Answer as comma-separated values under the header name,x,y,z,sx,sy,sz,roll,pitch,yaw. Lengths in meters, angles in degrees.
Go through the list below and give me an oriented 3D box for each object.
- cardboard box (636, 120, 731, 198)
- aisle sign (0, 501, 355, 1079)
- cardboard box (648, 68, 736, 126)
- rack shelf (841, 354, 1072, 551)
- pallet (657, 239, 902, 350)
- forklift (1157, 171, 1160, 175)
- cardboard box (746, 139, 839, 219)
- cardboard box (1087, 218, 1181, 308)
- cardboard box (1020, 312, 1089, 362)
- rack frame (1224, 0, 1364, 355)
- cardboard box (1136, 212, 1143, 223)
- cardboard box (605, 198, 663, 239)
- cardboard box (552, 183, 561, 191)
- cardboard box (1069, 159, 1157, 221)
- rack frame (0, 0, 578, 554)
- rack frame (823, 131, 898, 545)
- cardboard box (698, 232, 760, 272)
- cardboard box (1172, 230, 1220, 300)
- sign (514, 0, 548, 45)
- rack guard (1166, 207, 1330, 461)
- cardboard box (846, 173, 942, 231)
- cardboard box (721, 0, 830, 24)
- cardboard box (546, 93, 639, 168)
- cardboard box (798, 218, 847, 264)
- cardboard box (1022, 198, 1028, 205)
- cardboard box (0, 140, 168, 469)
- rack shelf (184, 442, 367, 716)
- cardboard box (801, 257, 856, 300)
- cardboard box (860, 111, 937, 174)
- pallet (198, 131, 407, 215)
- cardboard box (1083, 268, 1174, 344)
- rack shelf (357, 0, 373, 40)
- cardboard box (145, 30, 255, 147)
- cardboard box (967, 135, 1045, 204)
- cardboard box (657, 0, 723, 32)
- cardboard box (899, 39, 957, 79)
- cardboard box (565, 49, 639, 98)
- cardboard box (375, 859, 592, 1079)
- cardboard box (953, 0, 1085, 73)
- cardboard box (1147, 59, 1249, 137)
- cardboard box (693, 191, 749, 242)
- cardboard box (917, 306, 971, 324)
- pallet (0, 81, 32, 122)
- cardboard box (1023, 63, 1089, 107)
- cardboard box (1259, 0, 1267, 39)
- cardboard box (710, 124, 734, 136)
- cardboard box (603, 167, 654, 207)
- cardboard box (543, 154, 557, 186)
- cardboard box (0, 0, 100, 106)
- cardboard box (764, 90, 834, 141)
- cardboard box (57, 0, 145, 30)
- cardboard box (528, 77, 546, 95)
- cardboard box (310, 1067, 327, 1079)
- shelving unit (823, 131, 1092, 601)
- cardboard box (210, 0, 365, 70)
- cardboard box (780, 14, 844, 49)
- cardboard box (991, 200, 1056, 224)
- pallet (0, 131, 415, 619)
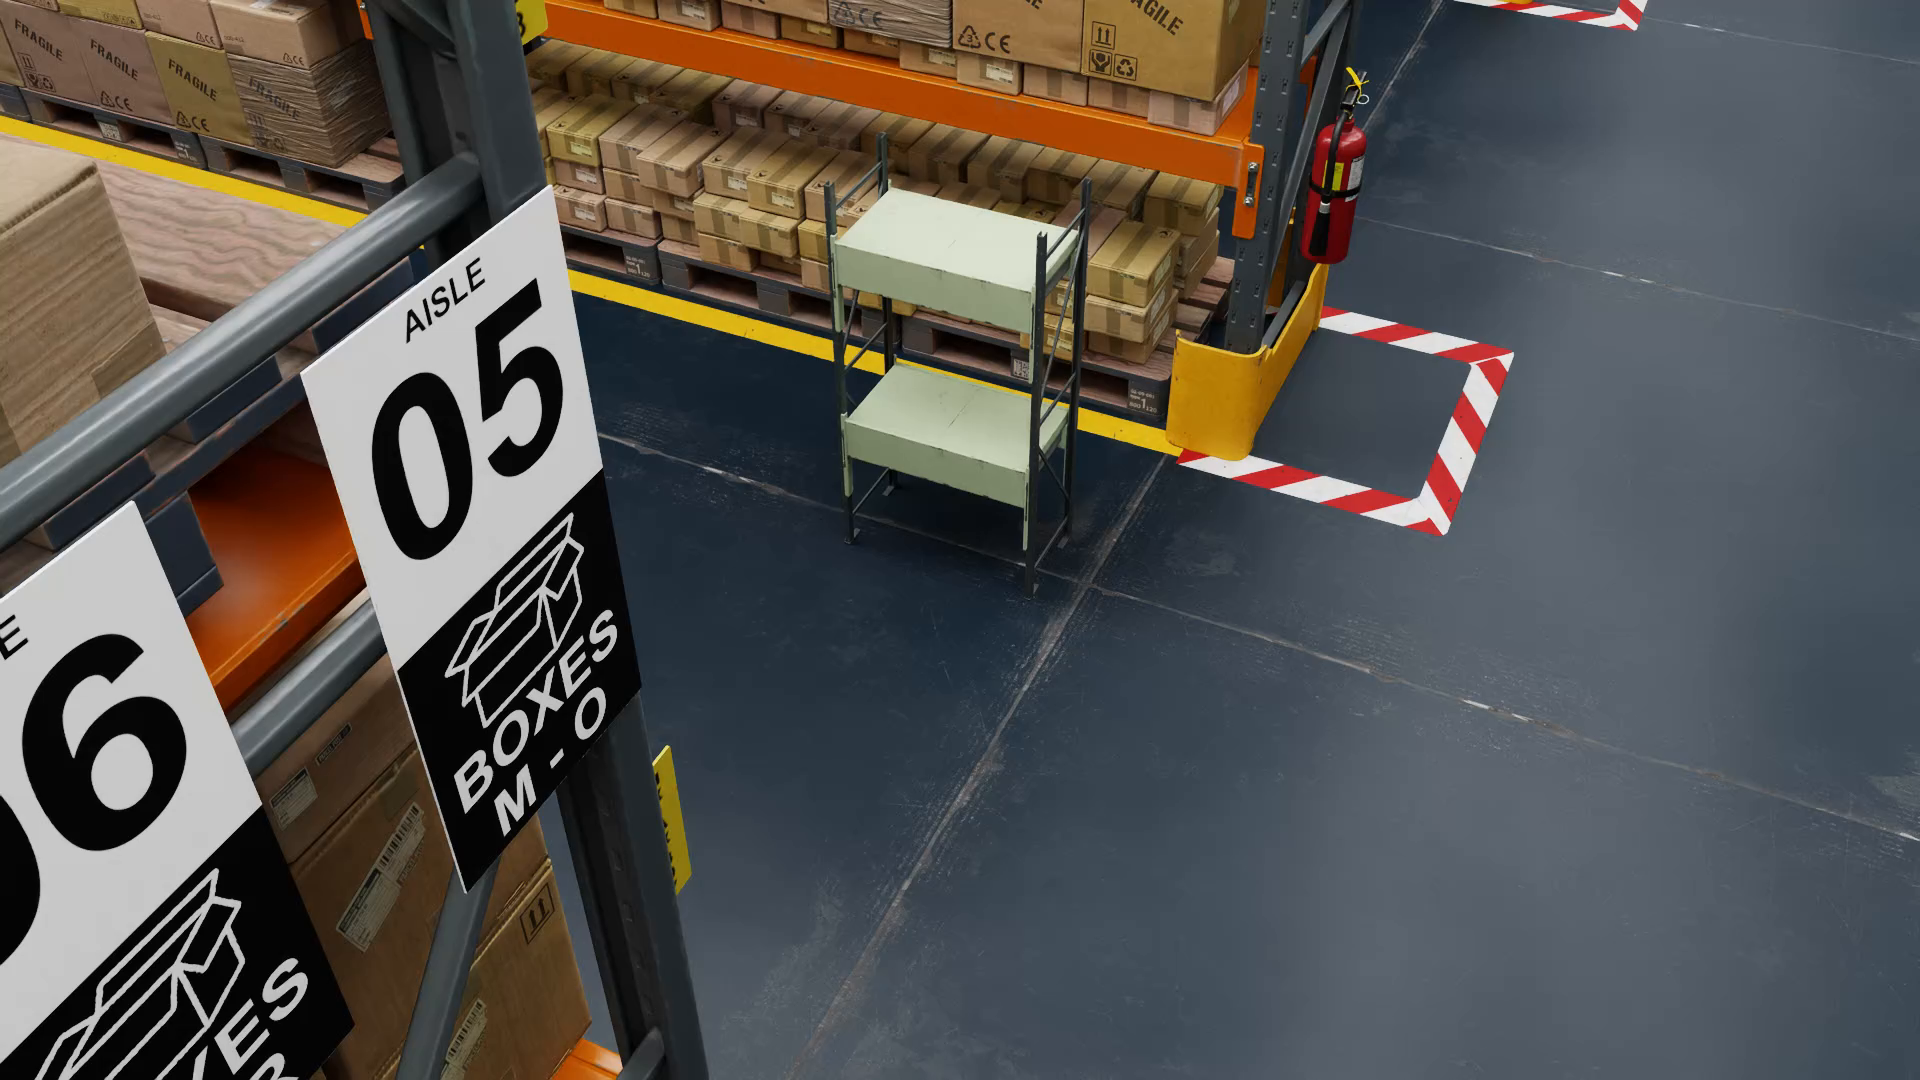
name,x,y,z,sx,sy,sz,roll,pitch,yaw
cardboard box,-1.202,-1.672,7.290,0.250,0.149,0.380,18,44,20
aisle sign,-0.786,0.381,1.535,0.004,0.787,0.394,17,44,19
cardboard box,-1.232,-2.046,7.722,0.250,0.149,0.380,18,44,20
rack shelf,-0.006,-0.322,5.974,0.720,0.370,0.431,17,44,19
pallet,-0.610,-1.358,7.656,1.213,0.211,1.003,17,44,19
forklift,0.048,-3.425,7.963,3.031,2.935,1.130,18,44,20
cardboard box,-0.713,-1.554,7.154,0.250,0.149,0.380,17,44,19
cardboard box,0.695,-1.109,6.641,0.250,0.149,0.380,17,44,19
cardboard box,0.441,-0.921,6.878,0.250,0.149,0.380,18,44,20
rack frame,1.282,-1.806,6.044,0.127,3.000,1.000,17,44,19
cardboard box,0.691,-1.407,7.212,0.250,0.149,0.380,17,44,18
cardboard box,-1.410,-1.551,7.606,0.250,0.149,0.380,16,43,18
cardboard box,-1.908,-1.630,7.696,0.250,0.149,0.380,18,44,20
cardboard box,0.650,-1.464,7.051,0.250,0.149,0.380,18,44,19
rack frame,-0.720,-1.107,0.657,0.127,3.000,1.000,17,44,19
rack frame,-0.338,-0.670,5.878,0.023,1.500,0.400,17,44,19
cardboard box,-0.956,-1.369,7.395,0.250,0.149,0.380,16,43,17
cardboard box,0.942,-1.223,7.226,0.250,0.149,0.380,18,44,19
sign,-0.480,-0.662,1.705,0.005,0.325,0.100,17,44,19
rack guard,1.213,-0.883,6.887,0.348,0.500,1.175,17,44,19
cardboard box,-0.272,-1.359,6.930,0.250,0.149,0.380,19,44,20
cardboard box,-0.610,-2.353,6.371,0.500,0.500,0.500,19,44,21
cardboard box,-1.644,-1.849,7.495,0.250,0.149,0.380,16,44,18
cardboard box,-0.488,-1.337,7.132,0.250,0.149,0.380,19,44,21
cardboard box,0.245,-1.557,7.386,0.250,0.149,0.380,18,44,20
cardboard box,-1.166,-0.185,1.600,0.500,0.250,0.500,13,43,15
rack shelf,-2.532,-0.256,2.514,4.000,0.370,1.077,17,44,19
cardboard box,-0.489,-1.227,7.231,0.250,0.149,0.380,18,44,19
cardboard box,-0.251,-1.812,7.452,0.250,0.149,0.380,18,44,19
pallet,-3.049,-2.075,8.483,1.213,0.211,1.003,17,44,19
cardboard box,0.683,-0.977,6.716,0.250,0.149,0.380,16,43,18
rack shelf,-4.156,-3.196,8.196,4.000,0.370,1.077,17,44,19
cardboard box,-3.585,-2.326,8.231,0.500,0.500,0.500,16,43,18
cardboard box,0.216,-1.629,7.242,0.250,0.149,0.380,15,43,17
cardboard box,-1.011,-2.210,6.702,0.250,0.149,0.380,19,44,20
cardboard box,-0.044,-1.933,6.381,0.250,0.149,0.380,15,43,17
cardboard box,-1.662,-2.229,7.933,0.250,0.149,0.380,18,44,19
cardboard box,-1.033,0.819,2.939,0.500,0.500,0.500,17,44,18
cardboard box,0.301,-2.074,6.049,0.500,0.500,0.500,16,44,18
cardboard box,0.867,-1.634,6.037,0.250,0.149,0.380,17,44,19
cardboard box,-0.962,-1.480,7.297,0.250,0.149,0.380,17,44,18
cardboard box,0.008,-1.106,7.091,0.250,0.149,0.380,17,44,19
pallet,-5.261,-2.751,9.262,1.213,0.211,1.003,17,44,19
cardboard box,0.424,-1.785,6.211,0.250,0.149,0.380,17,44,18
cardboard box,0.992,-2.245,6.246,0.500,0.500,0.500,19,44,21
cardboard box,-0.998,-1.891,7.771,0.250,0.149,0.380,18,44,20
cardboard box,-1.403,-1.678,7.525,0.250,0.149,0.380,15,43,16
cardboard box,-1.883,-1.801,7.666,0.250,0.149,0.380,17,44,19
cardboard box,-4.511,-2.612,8.561,0.500,0.500,0.500,16,43,18
cardboard box,-0.698,-1.958,7.621,0.250,0.149,0.380,16,43,17
cardboard box,-4.070,-2.756,8.155,0.500,0.250,0.500,15,43,17
cardboard box,-2.119,-2.002,7.671,0.250,0.149,0.380,19,44,20
cardboard box,-1.257,0.752,2.252,0.500,0.500,0.500,18,44,20
shelving unit,-0.006,-0.569,5.761,0.755,1.500,0.431,17,44,19
cardboard box,-3.125,-2.468,7.822,0.500,0.250,0.500,16,43,18
cardboard box,-0.511,-2.107,6.582,0.250,0.149,0.380,18,44,19
cardboard box,0.203,-1.209,6.756,0.250,0.149,0.380,16,43,18
pallet,-1.396,-0.139,1.898,1.213,0.211,1.003,17,44,19
